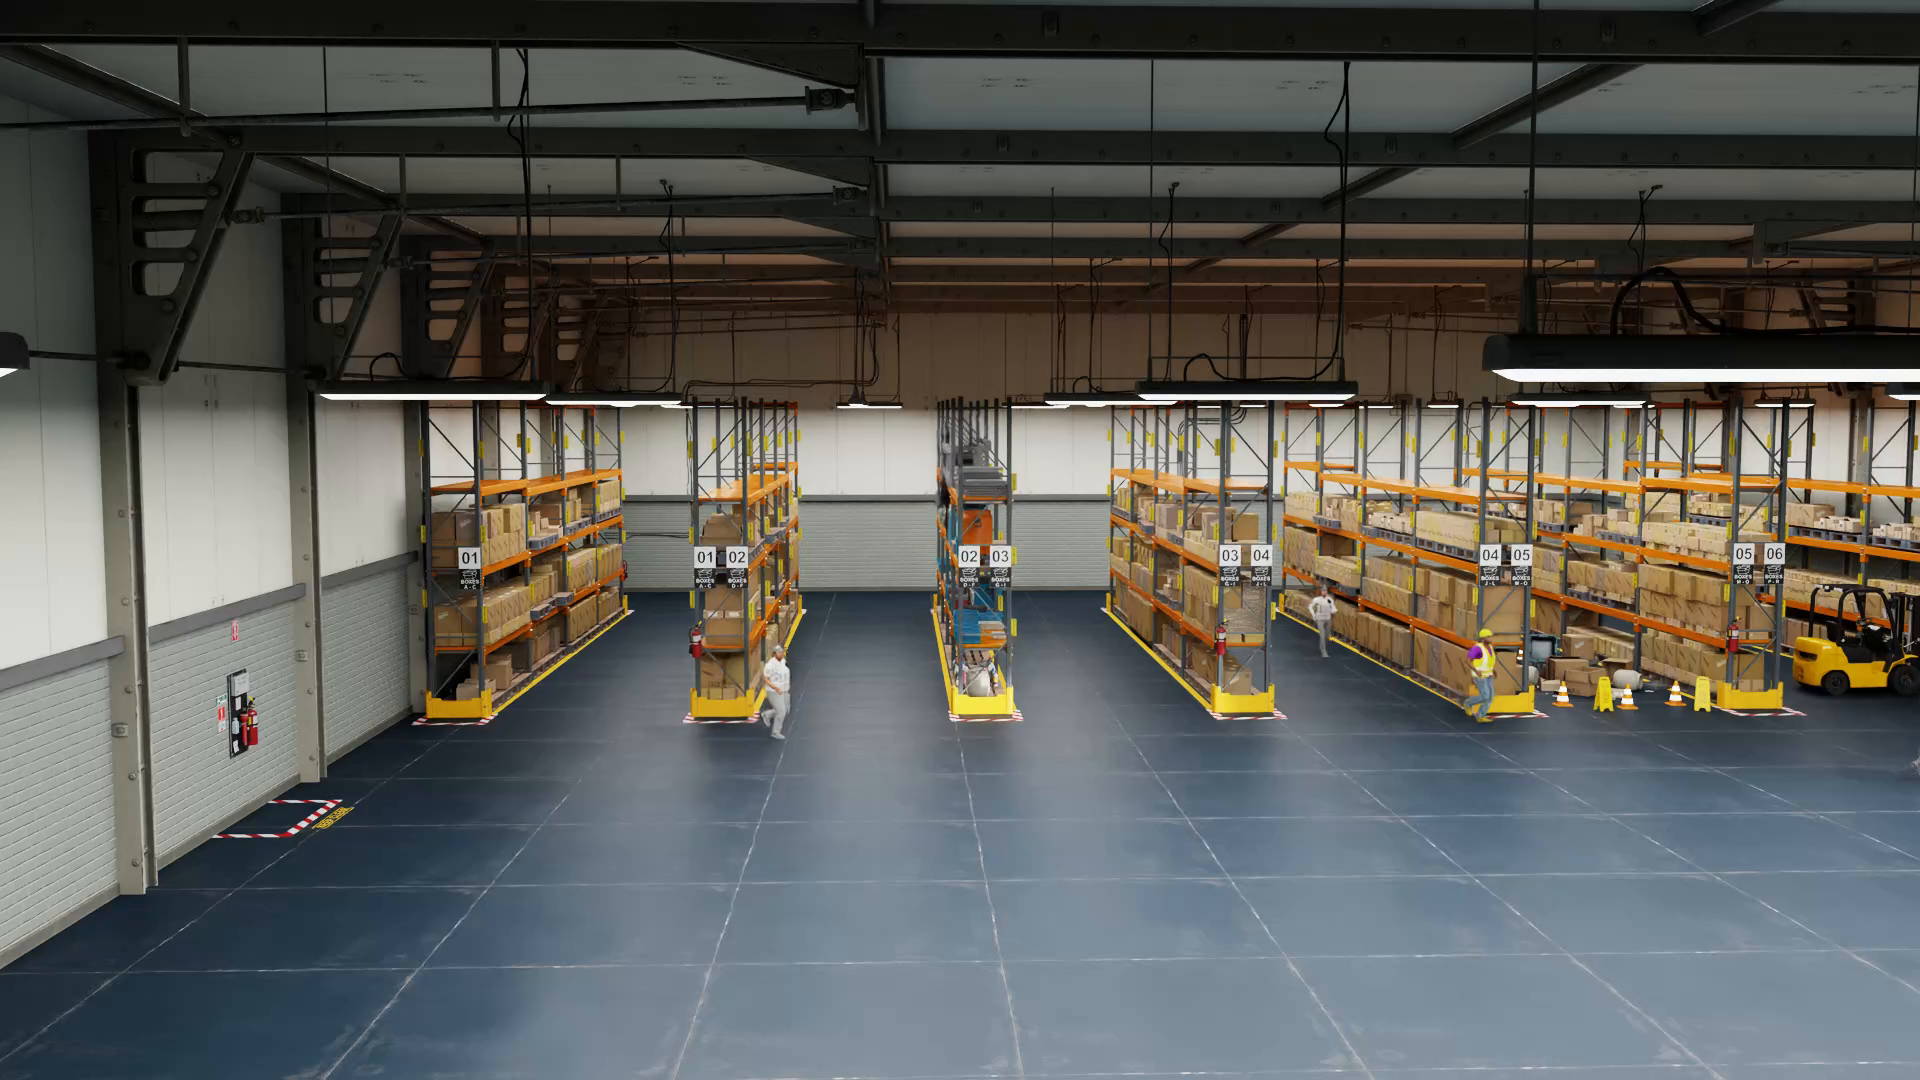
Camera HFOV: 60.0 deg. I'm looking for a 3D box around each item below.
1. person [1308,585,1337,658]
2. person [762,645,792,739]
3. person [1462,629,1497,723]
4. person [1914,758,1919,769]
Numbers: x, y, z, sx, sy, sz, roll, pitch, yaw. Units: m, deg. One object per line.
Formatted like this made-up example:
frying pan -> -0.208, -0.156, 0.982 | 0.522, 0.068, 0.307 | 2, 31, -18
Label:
person -> 8.483, 1.874, 38.845 | 0.622, 1.670, 0.896 | 0, 4, -5
person -> -3.261, 2.662, 29.280 | 0.600, 1.653, 0.615 | 3, 5, 34
person -> 9.589, 2.497, 30.674 | 0.748, 1.736, 0.575 | -4, 6, -39
person -> 15.210, 2.909, 25.536 | 0.923, 1.657, 0.579 | 4, 6, 38
